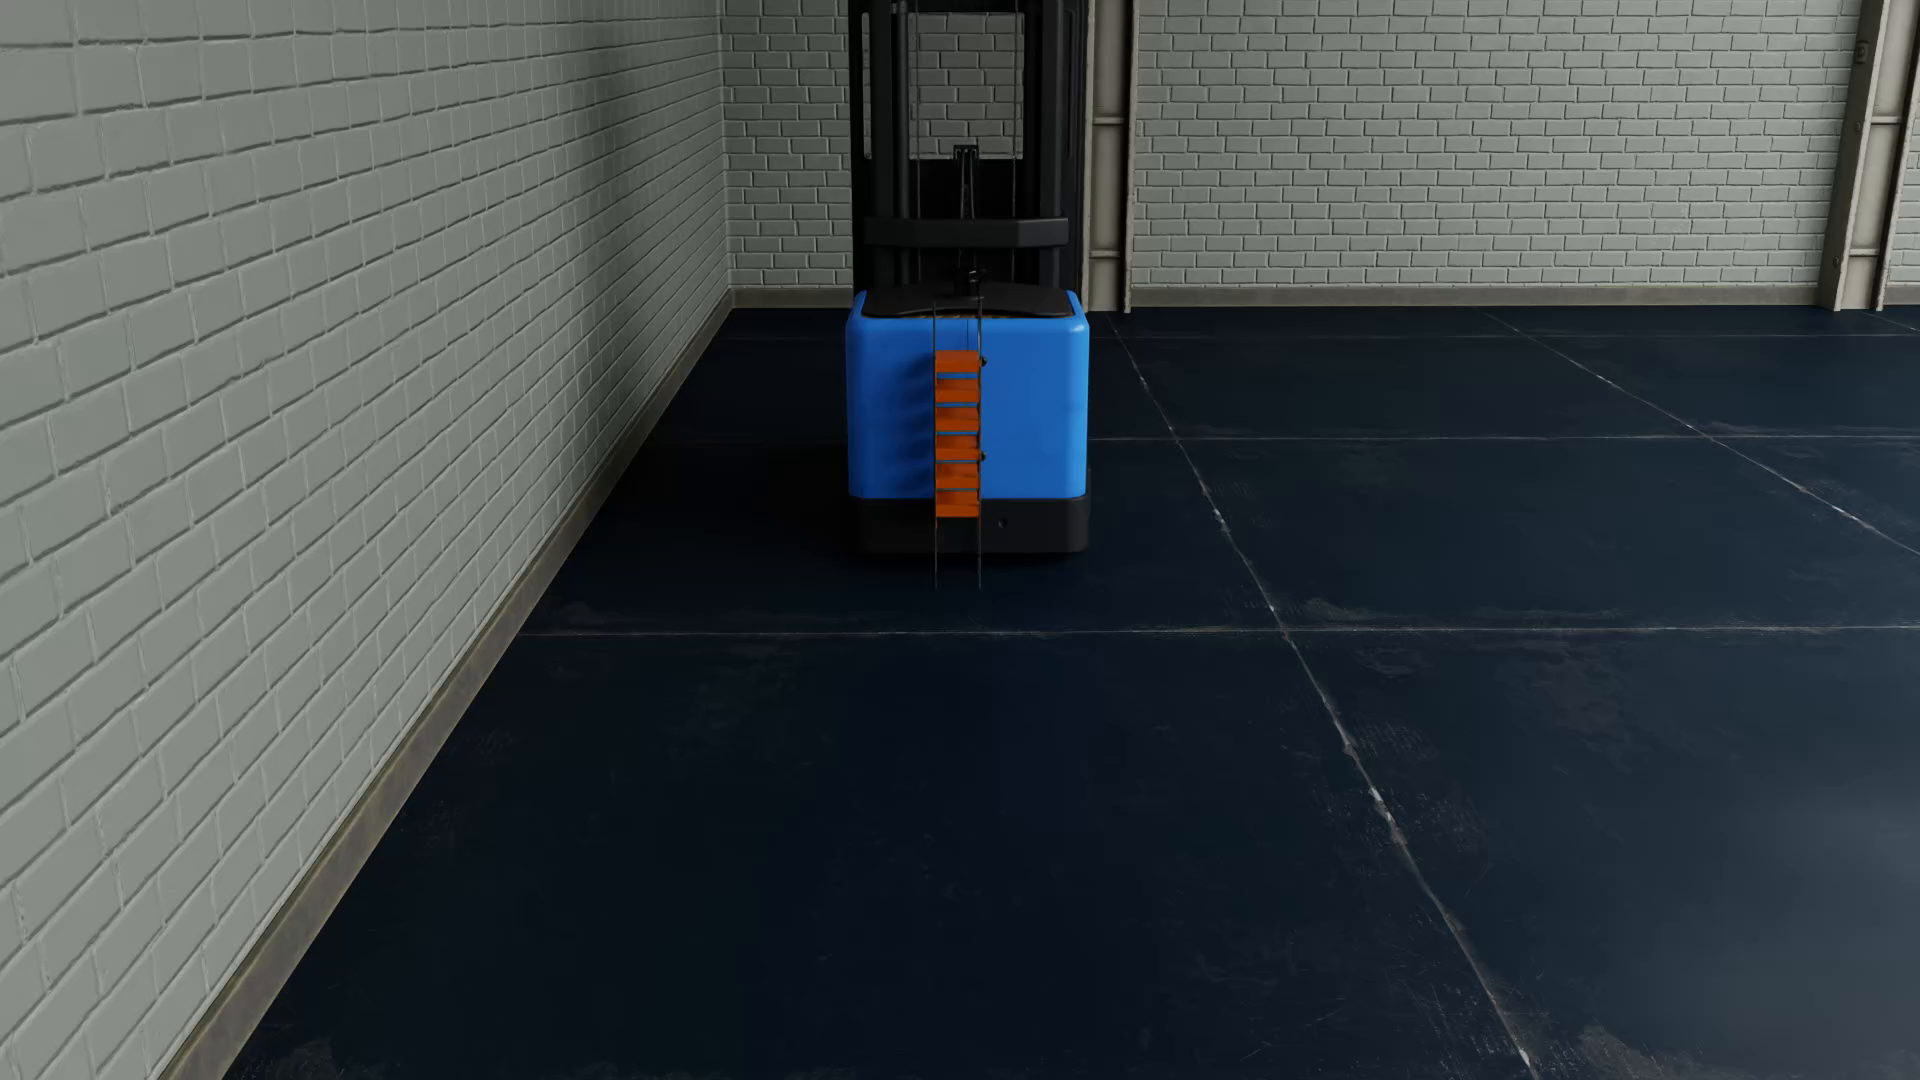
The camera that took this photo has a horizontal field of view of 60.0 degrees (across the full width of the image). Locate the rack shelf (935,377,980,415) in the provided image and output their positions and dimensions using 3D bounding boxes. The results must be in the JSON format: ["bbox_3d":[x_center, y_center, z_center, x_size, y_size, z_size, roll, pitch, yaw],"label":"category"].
[{"bbox_3d":[-0.012,-0.589,6.778,0.180,0.103,0.258,0,18,-2],"label":"rack shelf"}]

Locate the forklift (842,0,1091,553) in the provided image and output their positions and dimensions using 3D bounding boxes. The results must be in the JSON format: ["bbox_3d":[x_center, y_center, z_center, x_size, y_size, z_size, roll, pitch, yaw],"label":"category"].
[{"bbox_3d":[0.026,-1.733,8.153,1.130,2.935,3.031,0,18,0],"label":"forklift"}]

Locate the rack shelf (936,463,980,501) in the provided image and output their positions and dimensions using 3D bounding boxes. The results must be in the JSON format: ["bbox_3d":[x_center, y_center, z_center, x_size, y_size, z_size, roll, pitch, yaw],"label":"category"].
[{"bbox_3d":[-0.012,-0.246,6.888,0.180,0.103,0.258,0,18,-2],"label":"rack shelf"}]

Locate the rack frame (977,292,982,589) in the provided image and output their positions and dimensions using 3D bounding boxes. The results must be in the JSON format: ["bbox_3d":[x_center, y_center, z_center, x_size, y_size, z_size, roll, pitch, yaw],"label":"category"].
[{"bbox_3d":[0.079,-0.403,6.840,0.006,1.200,0.240,0,18,-2],"label":"rack frame"}]

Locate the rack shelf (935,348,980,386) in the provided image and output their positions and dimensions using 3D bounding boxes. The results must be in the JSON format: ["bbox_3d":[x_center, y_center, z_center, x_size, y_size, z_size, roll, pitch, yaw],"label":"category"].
[{"bbox_3d":[-0.012,-0.703,6.741,0.180,0.103,0.258,0,18,-2],"label":"rack shelf"}]

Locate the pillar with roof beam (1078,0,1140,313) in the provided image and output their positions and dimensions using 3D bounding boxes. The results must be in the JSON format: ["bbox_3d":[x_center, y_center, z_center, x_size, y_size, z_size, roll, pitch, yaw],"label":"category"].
[{"bbox_3d":[1.215,-4.813,7.818,0.400,9.000,9.100,0,18,-1],"label":"pillar with roof beam"}]

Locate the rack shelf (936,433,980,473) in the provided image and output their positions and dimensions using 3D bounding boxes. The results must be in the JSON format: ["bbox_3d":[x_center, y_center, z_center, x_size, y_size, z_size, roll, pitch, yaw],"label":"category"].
[{"bbox_3d":[-0.012,-0.360,6.851,0.180,0.103,0.258,0,18,-2],"label":"rack shelf"}]

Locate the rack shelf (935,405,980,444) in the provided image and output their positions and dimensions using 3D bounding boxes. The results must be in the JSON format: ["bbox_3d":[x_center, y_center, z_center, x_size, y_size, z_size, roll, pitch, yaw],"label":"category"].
[{"bbox_3d":[-0.012,-0.474,6.814,0.180,0.103,0.258,0,18,-2],"label":"rack shelf"}]

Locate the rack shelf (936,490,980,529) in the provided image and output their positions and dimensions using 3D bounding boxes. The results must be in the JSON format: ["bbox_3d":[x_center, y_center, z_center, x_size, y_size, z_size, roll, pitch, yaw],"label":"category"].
[{"bbox_3d":[-0.012,-0.131,6.924,0.180,0.103,0.258,0,18,-2],"label":"rack shelf"}]

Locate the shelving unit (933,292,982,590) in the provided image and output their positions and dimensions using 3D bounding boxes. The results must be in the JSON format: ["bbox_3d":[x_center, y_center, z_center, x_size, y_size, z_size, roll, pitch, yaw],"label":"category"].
[{"bbox_3d":[-0.012,-0.402,6.837,0.189,1.200,0.258,0,18,-2],"label":"shelving unit"}]

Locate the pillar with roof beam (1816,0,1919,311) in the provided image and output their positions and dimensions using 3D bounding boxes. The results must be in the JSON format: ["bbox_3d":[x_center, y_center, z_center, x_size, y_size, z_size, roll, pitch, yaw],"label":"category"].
[{"bbox_3d":[7.214,-4.842,7.909,0.400,9.000,9.100,0,18,-1],"label":"pillar with roof beam"}]

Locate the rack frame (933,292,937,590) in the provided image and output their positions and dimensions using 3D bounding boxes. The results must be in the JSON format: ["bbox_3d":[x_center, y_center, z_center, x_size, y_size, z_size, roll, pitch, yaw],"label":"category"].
[{"bbox_3d":[-0.103,-0.402,6.835,0.006,1.200,0.240,0,18,-2],"label":"rack frame"}]
